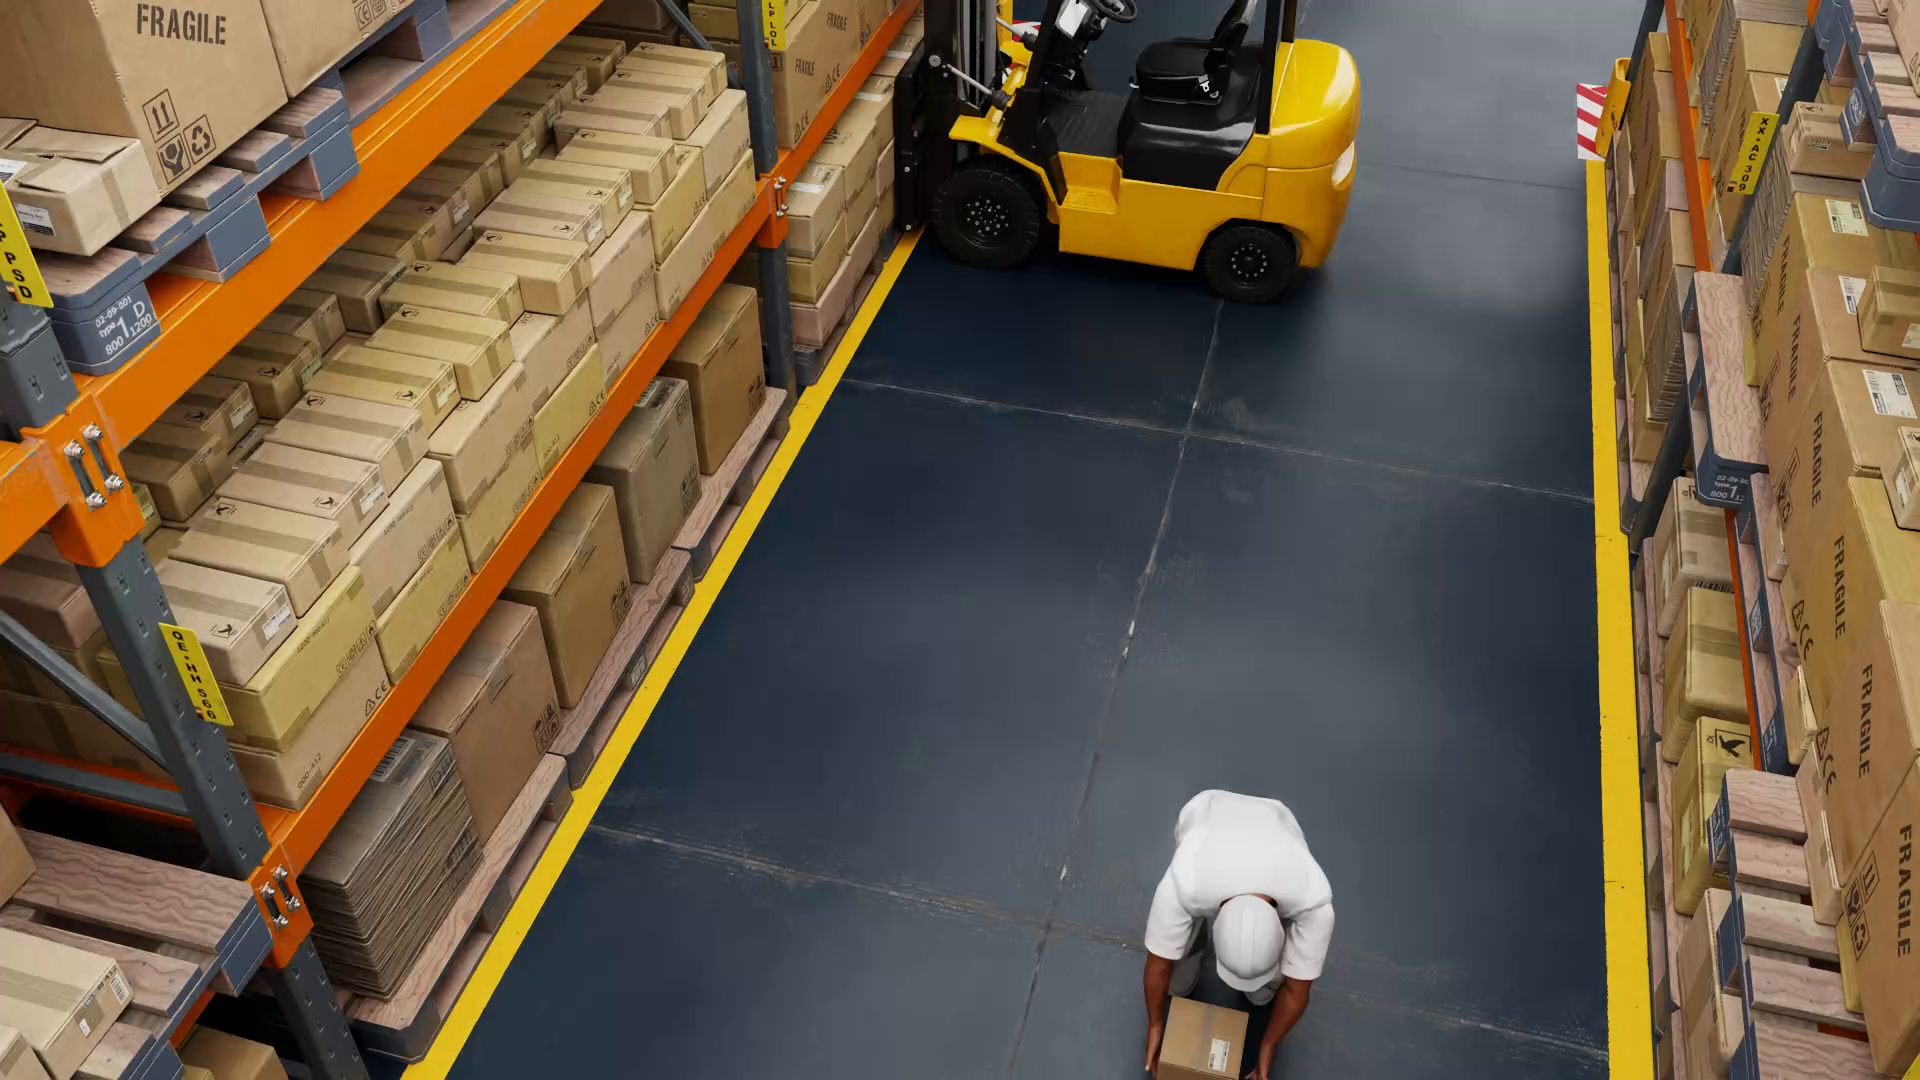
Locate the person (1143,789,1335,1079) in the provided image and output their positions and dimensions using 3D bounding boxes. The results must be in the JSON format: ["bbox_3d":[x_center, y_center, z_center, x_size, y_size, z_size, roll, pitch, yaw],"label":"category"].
[{"bbox_3d":[0.910,1.216,5.388,0.567,0.914,0.897,10,42,11],"label":"person"}]
